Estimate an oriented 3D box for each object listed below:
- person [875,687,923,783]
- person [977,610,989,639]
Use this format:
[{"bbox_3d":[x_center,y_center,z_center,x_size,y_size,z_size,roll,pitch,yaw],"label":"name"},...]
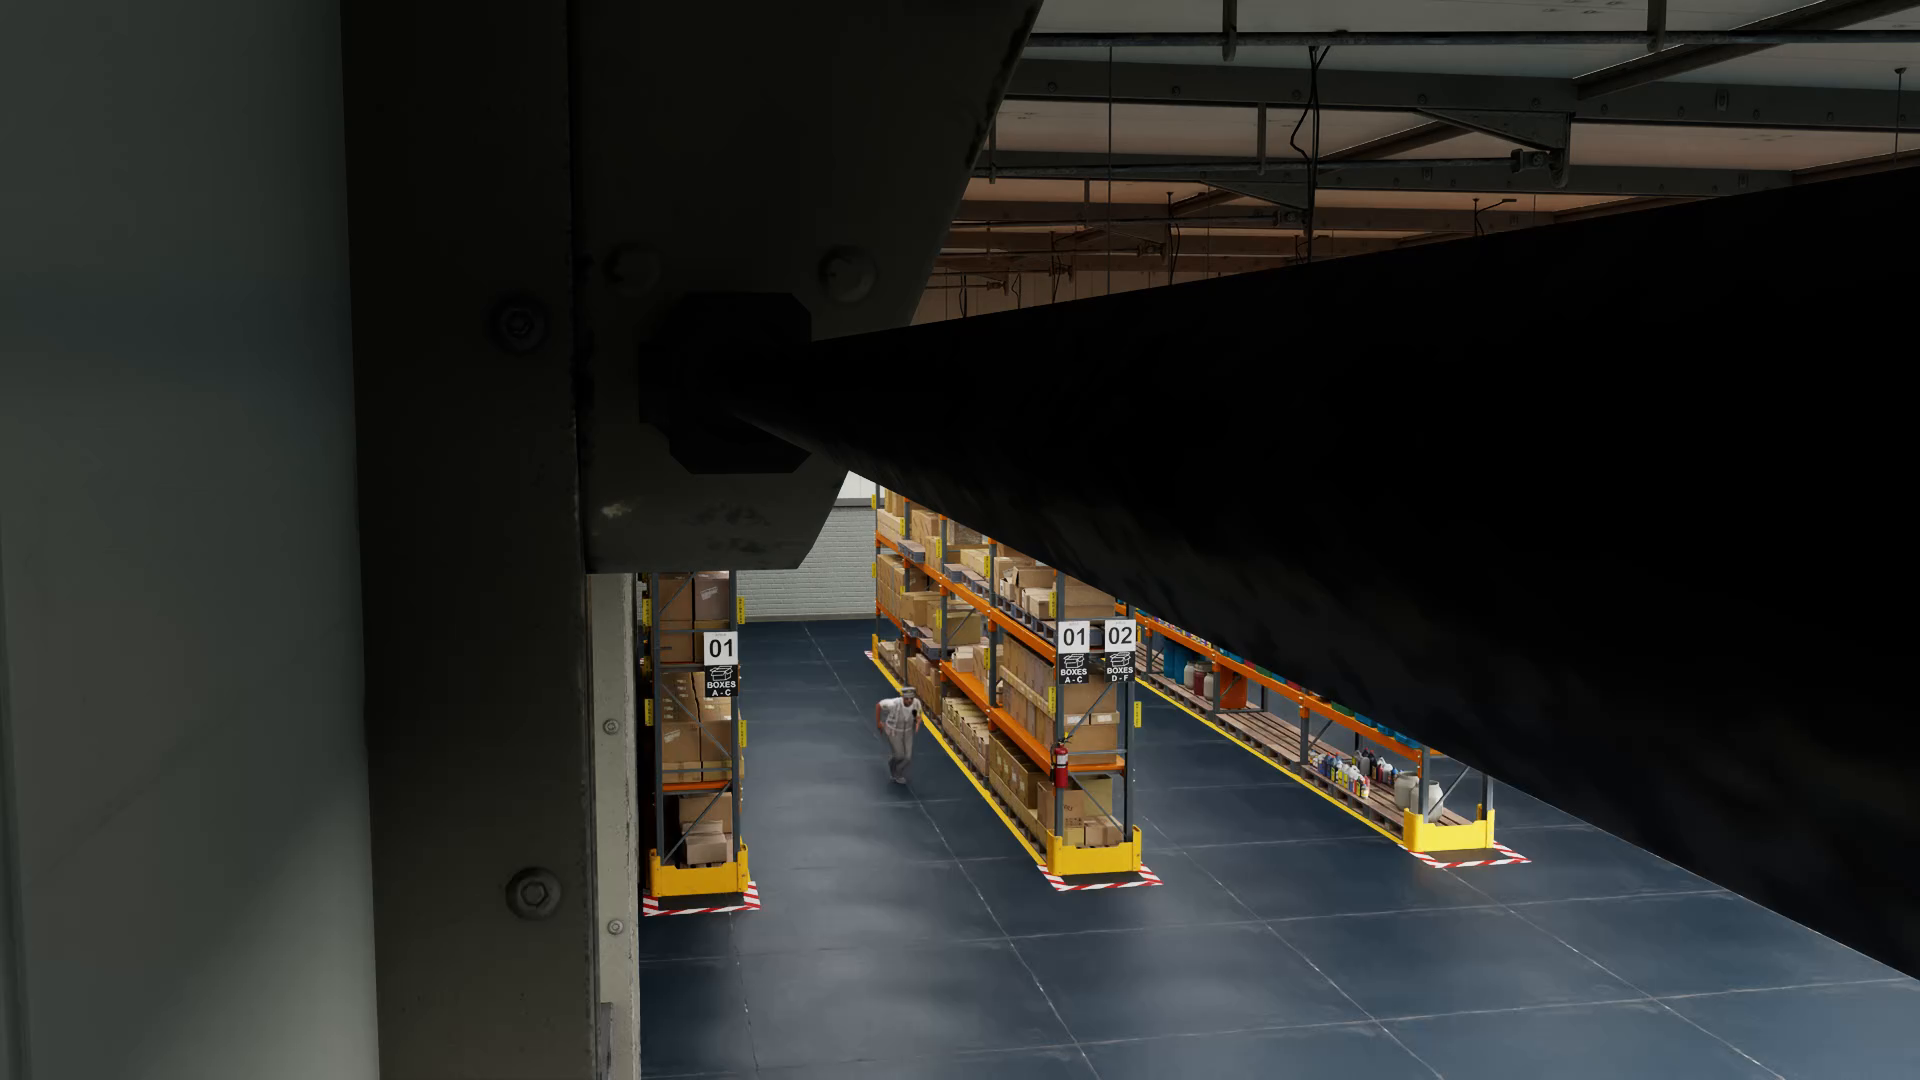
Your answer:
[{"bbox_3d":[-0.916,2.968,25.209,0.694,1.571,0.883,-3,6,-23],"label":"person"},{"bbox_3d":[0.520,1.811,36.438,0.525,1.595,0.608,-2,6,-21],"label":"person"}]
